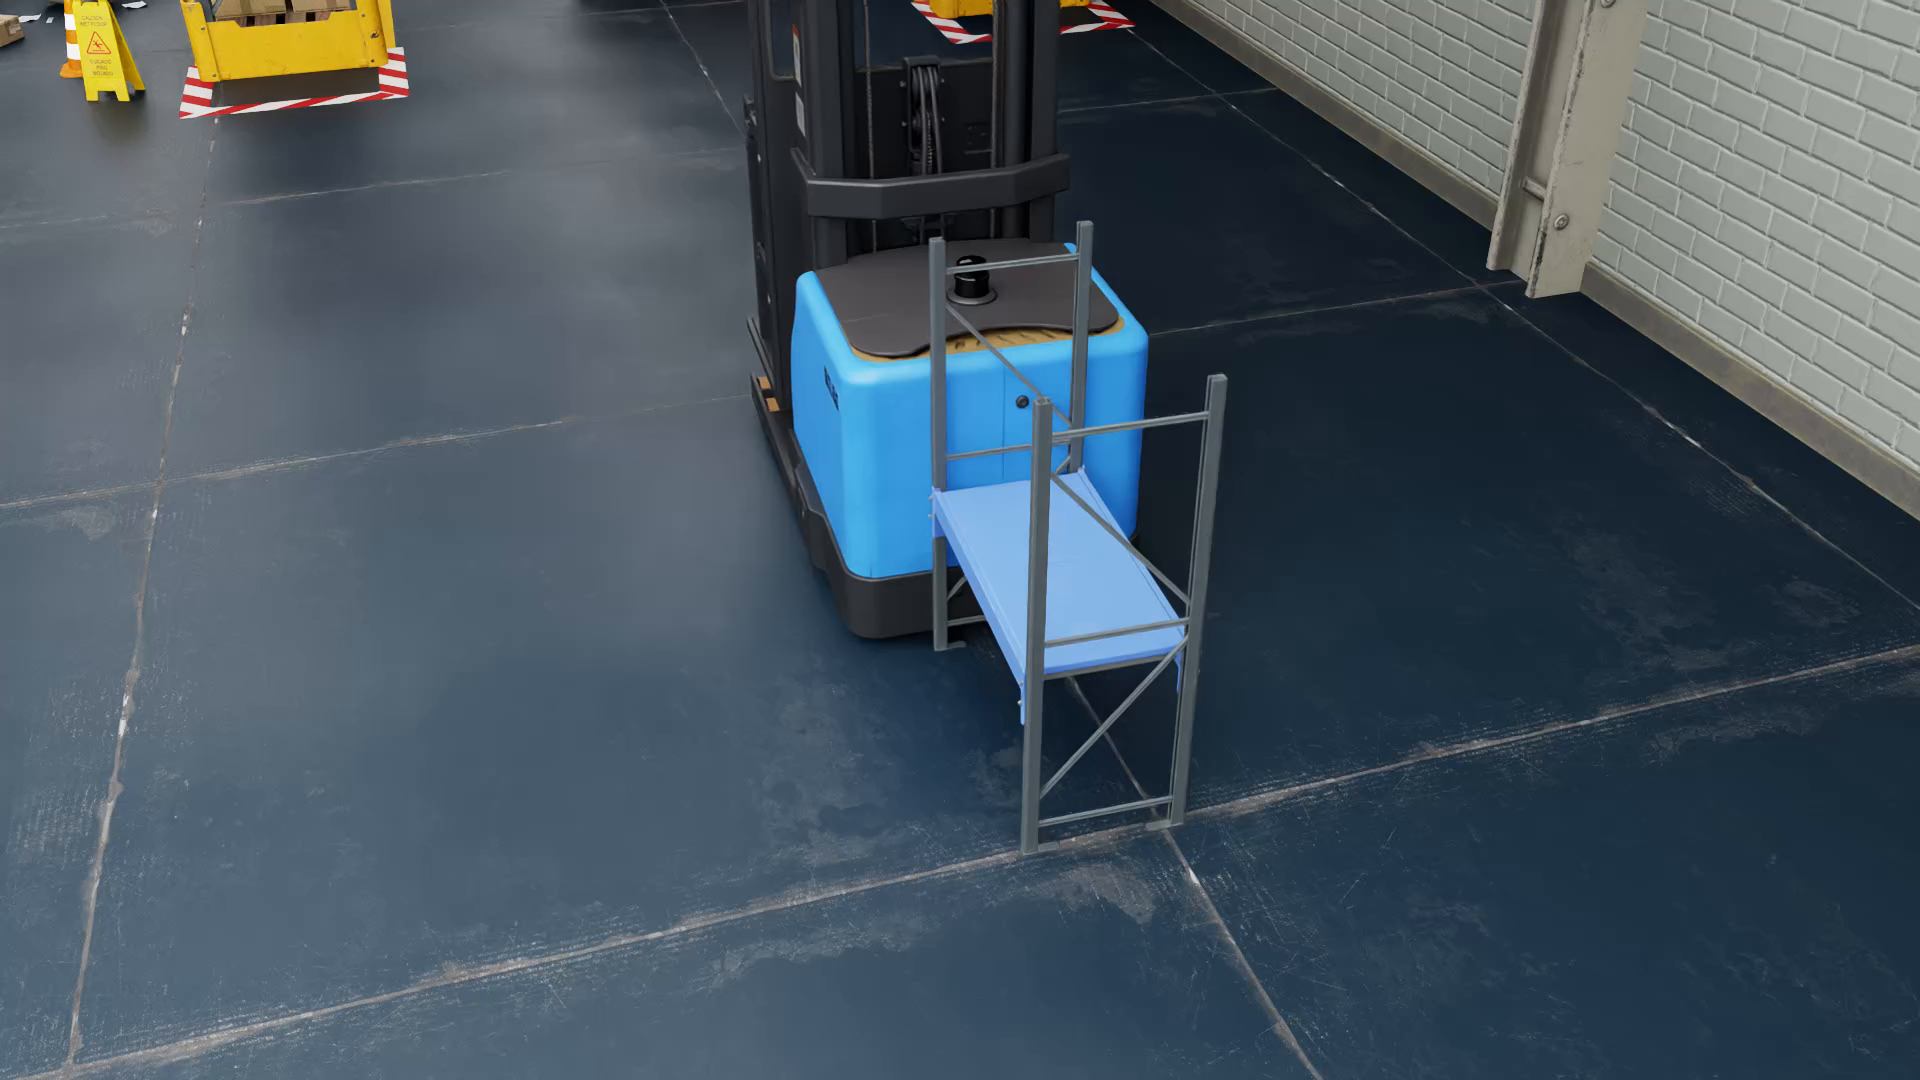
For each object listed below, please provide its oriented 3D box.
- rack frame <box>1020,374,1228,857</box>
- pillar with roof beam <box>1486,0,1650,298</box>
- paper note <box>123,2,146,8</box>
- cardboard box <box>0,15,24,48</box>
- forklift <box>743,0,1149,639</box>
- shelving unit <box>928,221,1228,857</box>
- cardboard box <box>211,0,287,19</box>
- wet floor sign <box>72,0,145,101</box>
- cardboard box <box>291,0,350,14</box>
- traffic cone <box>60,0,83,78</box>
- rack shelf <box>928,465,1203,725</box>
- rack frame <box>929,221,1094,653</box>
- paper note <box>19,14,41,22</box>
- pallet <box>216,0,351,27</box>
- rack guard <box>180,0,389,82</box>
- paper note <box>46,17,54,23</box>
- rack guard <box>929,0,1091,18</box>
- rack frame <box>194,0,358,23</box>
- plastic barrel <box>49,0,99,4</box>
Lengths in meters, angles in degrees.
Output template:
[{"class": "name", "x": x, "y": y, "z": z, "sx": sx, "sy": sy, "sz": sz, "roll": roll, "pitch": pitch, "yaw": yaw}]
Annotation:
[{"class": "rack frame", "x": 0.422, "y": 0.254, "z": 4.505, "sx": 0.500, "sy": 1.500, "sz": 0.032, "roll": -9, "pitch": 34, "yaw": -13}, {"class": "pillar with roof beam", "x": -1.263, "y": -4.324, "z": 4.632, "sx": 9.100, "sy": 9.000, "sz": 0.400, "roll": -10, "pitch": 35, "yaw": -15}, {"class": "paper note", "x": -6.029, "y": -3.915, "z": 12.148, "sx": 0.142, "sy": 0.019, "sz": 0.148, "roll": -23, "pitch": 40, "yaw": -31}, {"class": "cardboard box", "x": -6.689, "y": -3.501, "z": 11.413, "sx": 0.380, "sy": 0.149, "sz": 0.250, "roll": 7, "pitch": 34, "yaw": 10}, {"class": "forklift", "x": -0.257, "y": -1.697, "z": 6.159, "sx": 1.130, "sy": 2.935, "sz": 3.031, "roll": -9, "pitch": 34, "yaw": -13}, {"class": "shelving unit", "x": 0.288, "y": -0.016, "z": 4.914, "sx": 0.538, "sy": 1.500, "sz": 1.048, "roll": -9, "pitch": 34, "yaw": -13}, {"class": "cardboard box", "x": -4.875, "y": -3.762, "z": 11.335, "sx": 0.500, "sy": 0.250, "sz": 0.500, "roll": -10, "pitch": 35, "yaw": -15}, {"class": "wet floor sign", "x": -5.326, "y": -3.080, "z": 10.326, "sx": 0.267, "sy": 0.644, "sz": 0.232, "roll": 1, "pitch": 33, "yaw": 2}, {"class": "cardboard box", "x": -4.348, "y": -3.840, "z": 11.453, "sx": 0.500, "sy": 0.250, "sz": 0.500, "roll": -10, "pitch": 35, "yaw": -15}, {"class": "traffic cone", "x": -5.725, "y": -3.292, "z": 10.813, "sx": 0.336, "sy": 0.463, "sz": 0.334, "roll": -10, "pitch": 35, "yaw": -15}, {"class": "rack shelf", "x": 0.288, "y": 0.134, "z": 5.013, "sx": 0.538, "sy": 0.185, "sz": 1.000, "roll": -9, "pitch": 34, "yaw": -13}, {"class": "rack frame", "x": 0.153, "y": -0.286, "z": 5.323, "sx": 0.500, "sy": 1.500, "sz": 0.032, "roll": -9, "pitch": 34, "yaw": -13}, {"class": "paper note", "x": -6.666, "y": -3.731, "z": 11.879, "sx": 0.148, "sy": 0.019, "sz": 0.142, "roll": 1, "pitch": 33, "yaw": 2}, {"class": "pallet", "x": -4.603, "y": -3.651, "z": 11.584, "sx": 1.003, "sy": 0.211, "sz": 1.213, "roll": -10, "pitch": 35, "yaw": -15}, {"class": "rack guard", "x": -4.389, "y": -3.339, "z": 10.849, "sx": 1.175, "sy": 0.500, "sz": 0.348, "roll": -10, "pitch": 35, "yaw": -15}, {"class": "paper note", "x": -6.484, "y": -3.705, "z": 11.847, "sx": 0.032, "sy": 0.001, "sz": 0.123, "roll": -10, "pitch": 35, "yaw": -15}, {"class": "rack guard", "x": 0.368, "y": -4.123, "z": 12.036, "sx": 1.175, "sy": 0.500, "sz": 0.348, "roll": -10, "pitch": 35, "yaw": -15}, {"class": "rack frame", "x": -4.365, "y": -4.342, "z": 10.100, "sx": 1.000, "sy": 3.000, "sz": 0.127, "roll": -10, "pitch": 35, "yaw": -15}, {"class": "plastic barrel", "x": -6.437, "y": -4.097, "z": 12.066, "sx": 0.512, "sy": 0.421, "sz": 0.421, "roll": 13, "pitch": 36, "yaw": 18}]
